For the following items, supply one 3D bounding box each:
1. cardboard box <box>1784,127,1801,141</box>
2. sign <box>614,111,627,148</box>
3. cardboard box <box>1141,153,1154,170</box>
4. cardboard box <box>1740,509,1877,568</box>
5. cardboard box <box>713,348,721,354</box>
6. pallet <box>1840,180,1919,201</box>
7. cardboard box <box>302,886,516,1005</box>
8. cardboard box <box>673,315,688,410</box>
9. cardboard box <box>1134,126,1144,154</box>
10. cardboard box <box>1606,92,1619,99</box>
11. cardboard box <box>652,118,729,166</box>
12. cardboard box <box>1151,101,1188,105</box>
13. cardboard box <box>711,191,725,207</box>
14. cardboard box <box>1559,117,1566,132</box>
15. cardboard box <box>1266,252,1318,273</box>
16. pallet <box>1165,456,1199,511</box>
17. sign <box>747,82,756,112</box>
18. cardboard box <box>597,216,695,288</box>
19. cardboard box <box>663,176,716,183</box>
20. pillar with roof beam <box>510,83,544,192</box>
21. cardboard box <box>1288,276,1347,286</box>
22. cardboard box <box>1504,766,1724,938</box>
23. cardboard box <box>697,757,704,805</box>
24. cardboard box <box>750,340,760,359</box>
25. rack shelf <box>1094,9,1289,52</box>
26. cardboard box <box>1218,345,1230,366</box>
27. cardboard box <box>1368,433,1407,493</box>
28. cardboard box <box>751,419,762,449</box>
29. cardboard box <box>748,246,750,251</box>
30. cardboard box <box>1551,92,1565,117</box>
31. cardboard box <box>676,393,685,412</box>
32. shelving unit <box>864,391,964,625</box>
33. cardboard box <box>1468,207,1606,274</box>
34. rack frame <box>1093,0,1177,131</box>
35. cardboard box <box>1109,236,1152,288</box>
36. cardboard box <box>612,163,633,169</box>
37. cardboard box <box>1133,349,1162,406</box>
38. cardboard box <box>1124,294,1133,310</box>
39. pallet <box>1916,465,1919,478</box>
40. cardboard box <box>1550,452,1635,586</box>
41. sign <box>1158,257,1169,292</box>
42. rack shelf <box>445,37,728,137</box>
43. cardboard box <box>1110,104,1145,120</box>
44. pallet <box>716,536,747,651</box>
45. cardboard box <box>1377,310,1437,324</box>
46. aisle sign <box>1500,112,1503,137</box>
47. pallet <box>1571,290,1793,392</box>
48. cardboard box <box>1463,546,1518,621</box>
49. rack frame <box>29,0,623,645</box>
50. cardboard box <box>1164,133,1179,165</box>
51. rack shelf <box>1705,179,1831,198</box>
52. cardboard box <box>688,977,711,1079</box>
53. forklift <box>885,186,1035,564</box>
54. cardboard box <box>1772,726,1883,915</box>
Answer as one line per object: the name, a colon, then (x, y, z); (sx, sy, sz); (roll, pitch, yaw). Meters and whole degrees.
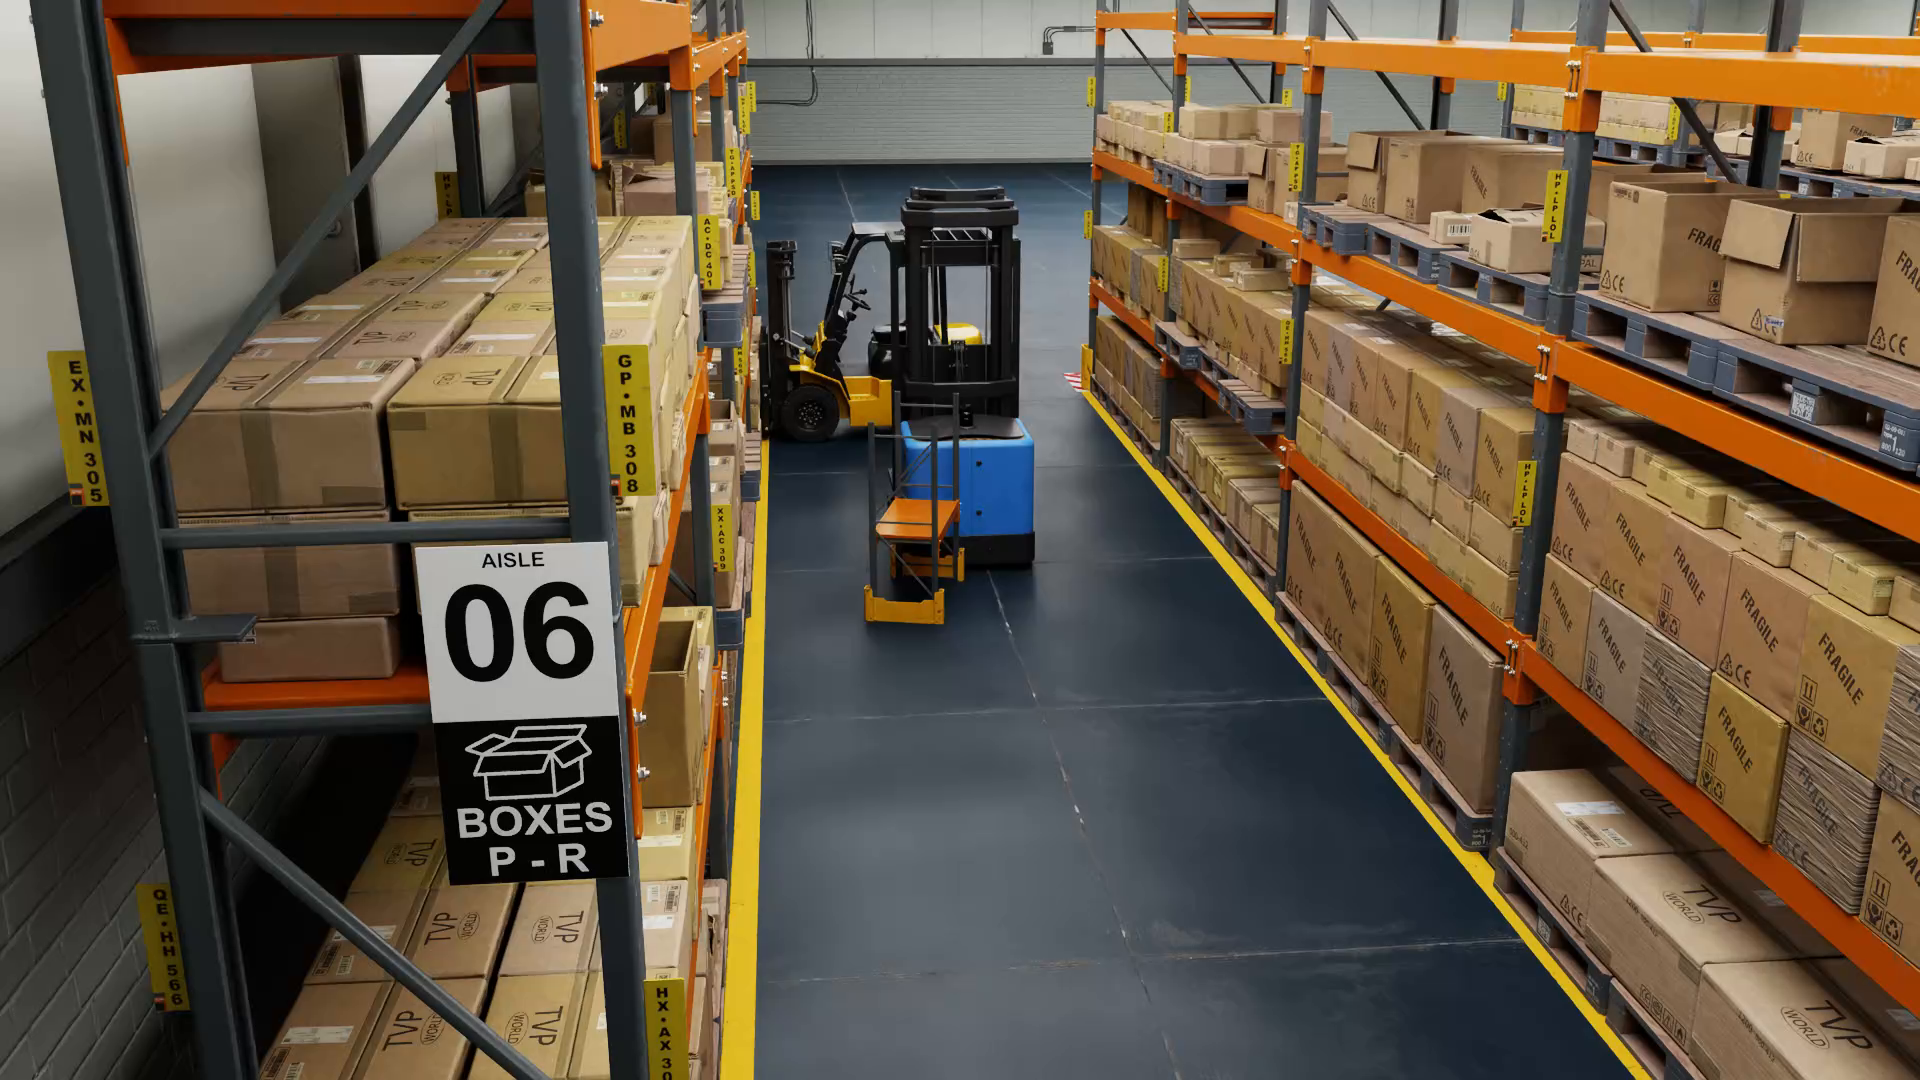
cardboard box: (7.721, -3.544, 14.832); (0.500, 0.250, 0.500); (-2, 18, -6)
sign: (-3.027, -3.658, 14.817); (0.100, 0.325, 0.005); (-2, 18, -6)
cardboard box: (2.034, -3.817, 16.739); (0.380, 0.149, 0.250); (-1, 17, -4)
cardboard box: (3.200, -0.008, 6.277); (0.380, 0.149, 0.250); (-2, 18, -5)
cardboard box: (-1.831, -1.309, 12.088); (0.380, 0.149, 0.250); (-1, 17, -4)
pallet: (7.668, -2.637, 12.875); (1.213, 0.211, 1.003); (-1, 17, -3)
cardboard box: (-1.601, 1.263, 4.901); (0.500, 0.250, 0.500); (-2, 18, -5)
cardboard box: (-1.246, -0.634, 5.935); (0.500, 0.250, 0.500); (-1, 17, -4)
cardboard box: (2.057, -4.042, 16.789); (0.500, 0.250, 0.500); (-2, 18, -7)
cardboard box: (6.915, -4.638, 17.155); (0.380, 0.149, 0.250); (-2, 18, -5)
cardboard box: (-1.895, -2.718, 11.785); (0.500, 0.500, 0.500); (-2, 18, -5)
cardboard box: (2.378, -4.906, 18.876); (0.380, 0.149, 0.250); (-2, 18, -5)
cardboard box: (-1.446, -1.762, 8.828); (0.380, 0.149, 0.250); (-2, 18, -5)
cardboard box: (6.809, -4.560, 18.238); (0.380, 0.149, 0.250); (-2, 18, -6)
cardboard box: (2.870, -2.397, 14.357); (0.380, 0.149, 0.250); (-3, 18, -8)
pallet: (2.543, -0.552, 15.582); (1.003, 0.211, 1.213); (-2, 18, -6)
sign: (-2.347, -4.980, 18.678); (0.100, 0.325, 0.005); (-2, 18, -6)
cardboard box: (-1.359, -1.173, 6.818); (0.500, 0.250, 0.500); (-2, 18, -5)
cardboard box: (-1.627, -2.055, 9.795); (0.380, 0.149, 0.250); (-2, 18, -7)
pillar with roof beam: (1.188, -4.124, 12.289); (9.100, 9.000, 0.400); (-2, 18, -6)
cardboard box: (2.892, -1.916, 13.907); (0.500, 0.500, 0.500); (-2, 18, -8)
cardboard box: (3.245, 1.482, 8.026); (0.875, 0.438, 0.875); (-2, 18, -6)
cardboard box: (-1.212, 0.939, 6.599); (0.380, 0.149, 0.250); (-2, 18, -6)
cardboard box: (-2.365, -1.936, 17.557); (0.500, 0.250, 0.500); (-2, 18, -7)
rack shelf: (2.255, -5.227, 17.011); (1.077, 0.370, 4.000); (-2, 18, -6)
cardboard box: (2.368, -1.553, 13.833); (0.380, 0.149, 0.250); (-2, 18, -7)
cardboard box: (2.811, -0.476, 10.102); (0.500, 0.250, 0.500); (-1, 17, -5)
cardboard box: (-2.196, -1.003, 16.252); (0.500, 0.250, 0.500); (-2, 18, -5)
cardboard box: (-2.417, -3.033, 17.579); (0.380, 0.149, 0.250); (-2, 18, -5)
cardboard box: (6.863, -4.785, 18.289); (0.500, 0.250, 0.500); (-2, 18, -6)
cardboard box: (-1.257, -0.563, 6.374); (0.380, 0.149, 0.250); (-2, 18, -6)
shelving unit: (-0.334, -0.267, 12.522); (0.587, 1.500, 1.083); (3, 18, 8)
cardboard box: (2.987, -1.576, 8.628); (0.500, 0.311, 0.500); (-2, 18, -6)
rack frame: (2.049, -6.168, 18.801); (1.000, 3.000, 0.127); (-2, 18, -6)
cardboard box: (1.932, -3.040, 18.188); (0.500, 0.500, 0.500); (-2, 18, -7)
cardboard box: (-2.300, -2.341, 10.708); (0.380, 0.149, 0.250); (-2, 18, -8)
cardboard box: (2.079, -1.680, 17.158); (0.500, 0.500, 0.500); (-1, 17, -5)
cardboard box: (1.958, -2.536, 17.666); (0.380, 0.149, 0.250); (-2, 18, -5)
pallet: (3.612, -0.148, 4.782); (1.003, 0.211, 1.213); (-2, 18, -6)
cardboard box: (3.095, -0.106, 7.671); (0.500, 0.500, 0.500); (-2, 18, -5)
sign: (1.923, -2.508, 15.713); (0.100, 0.325, 0.005); (-2, 18, -6)
rack shelf: (-1.856, -2.500, 8.987); (1.077, 0.370, 4.000); (-2, 18, -6)
cardboard box: (1.841, -4.657, 18.084); (0.380, 0.149, 0.250); (-2, 18, -6)
pallet: (-1.624, 0.274, 8.617); (1.003, 0.211, 1.213); (-2, 18, -6)
cardboard box: (3.188, -1.301, 11.478); (0.500, 0.500, 0.500); (-2, 18, -7)
aisle sign: (6.657, -4.741, 19.931); (0.394, 0.787, 0.004); (-2, 18, -6)
pallet: (3.361, -0.875, 7.098); (1.003, 0.211, 1.213); (-2, 18, -6)
cardboard box: (2.990, 0.215, 8.735); (0.500, 0.250, 0.500); (-2, 18, -7)
rack frame: (-1.237, -1.247, 3.125); (1.000, 3.000, 0.127); (-2, 18, -6)
cardboard box: (2.123, -3.488, 14.820); (0.500, 0.250, 0.500); (-2, 18, -7)
rack shelf: (7.581, -2.789, 14.247); (1.077, 0.370, 4.000); (-2, 18, -6)
cardboard box: (-1.211, 2.006, 6.251); (0.500, 0.500, 0.500); (-1, 17, -5)
forklift: (-0.066, -1.586, 14.336); (1.130, 2.935, 3.031); (-2, 18, -6)
cardboard box: (3.287, 0.975, 5.897); (0.500, 0.500, 0.500); (-1, 17, -4)
